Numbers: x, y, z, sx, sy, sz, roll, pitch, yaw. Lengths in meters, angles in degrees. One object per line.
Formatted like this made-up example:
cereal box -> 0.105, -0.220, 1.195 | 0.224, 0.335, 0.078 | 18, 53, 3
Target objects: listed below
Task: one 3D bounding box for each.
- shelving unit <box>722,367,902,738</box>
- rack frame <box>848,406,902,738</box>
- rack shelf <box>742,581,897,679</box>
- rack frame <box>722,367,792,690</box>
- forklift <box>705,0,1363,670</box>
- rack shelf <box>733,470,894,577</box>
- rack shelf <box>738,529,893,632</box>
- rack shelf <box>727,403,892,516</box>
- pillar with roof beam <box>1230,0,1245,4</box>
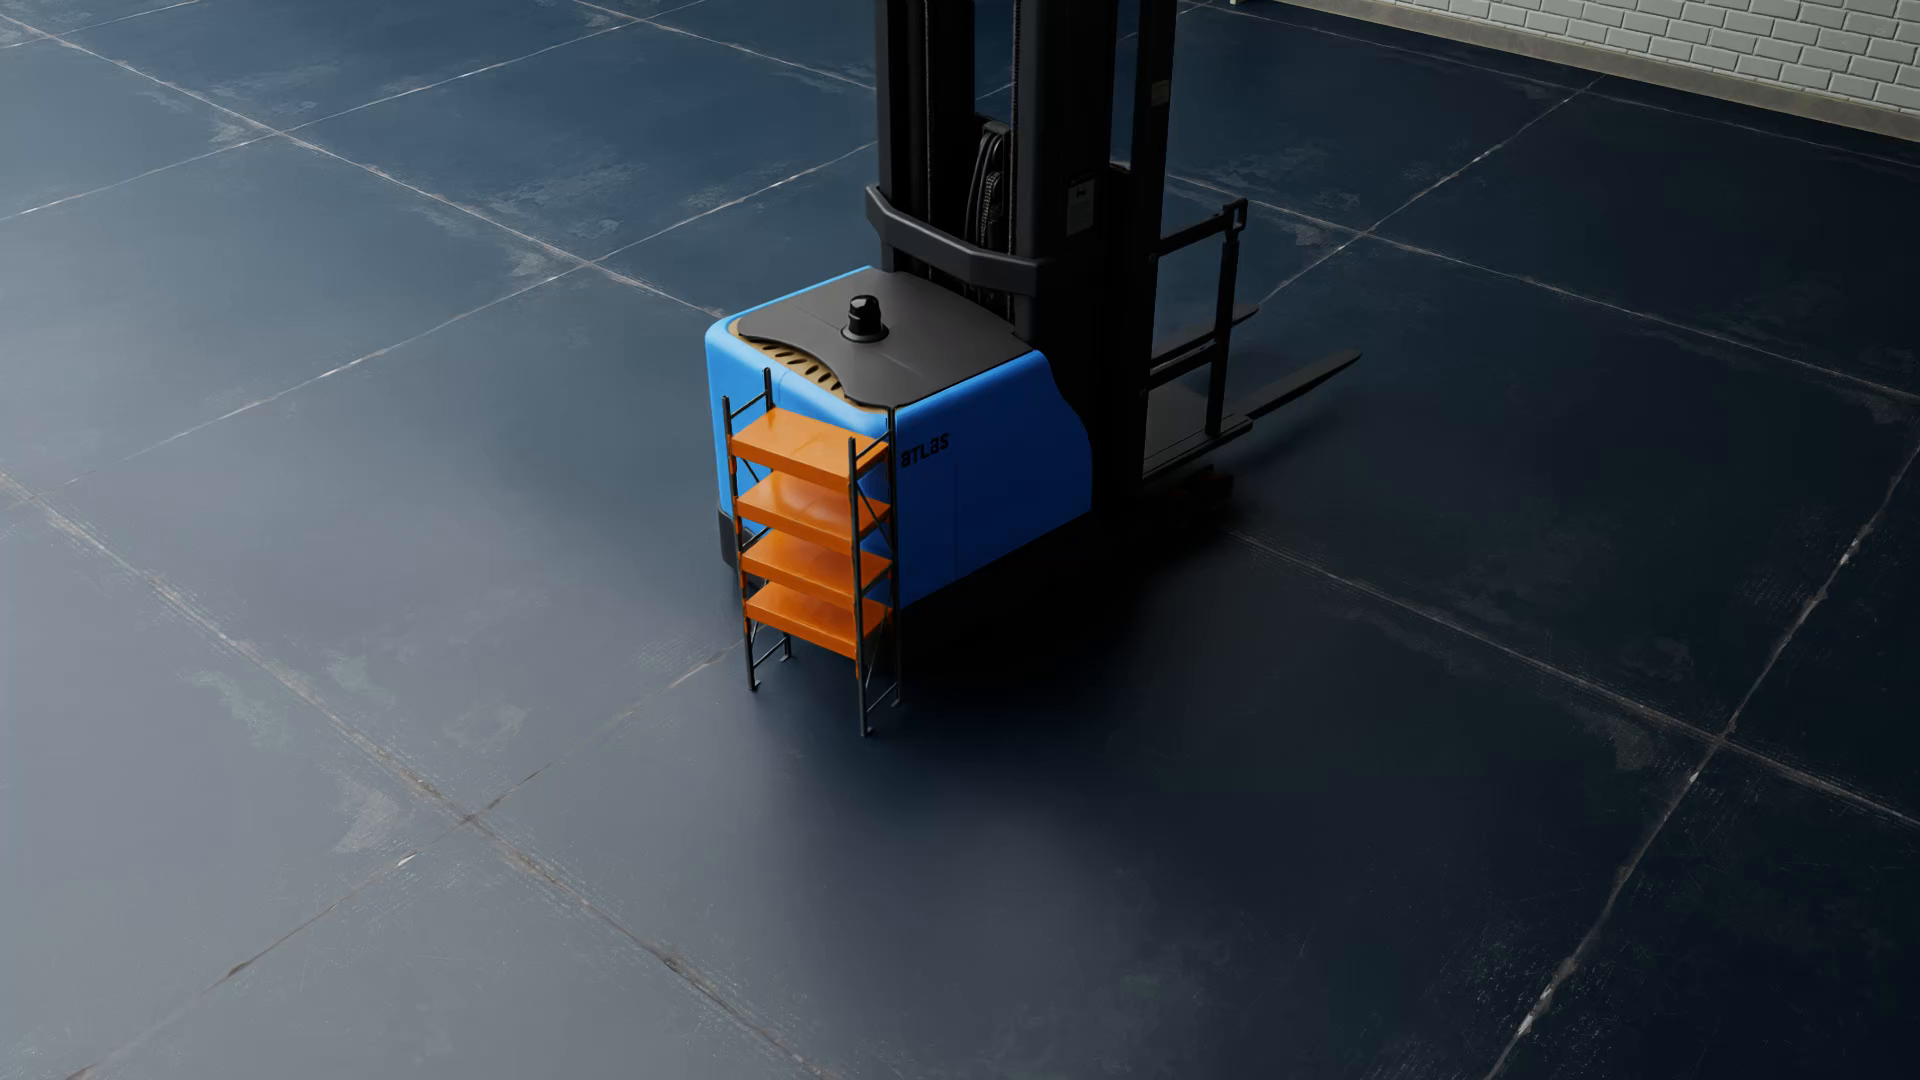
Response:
shelving unit -> -0.482, 0.058, 5.606 | 0.503, 1.200, 0.258 | 19, 39, 26
rack frame -> -0.274, 0.130, 5.500 | 0.015, 1.200, 0.240 | 19, 39, 26
rack shelf -> -0.482, 0.277, 5.756 | 0.480, 0.148, 0.258 | 19, 39, 26
rack frame -> -0.690, -0.015, 5.711 | 0.015, 1.200, 0.240 | 19, 39, 26
forklift -> 0.497, -1.453, 6.276 | 3.031, 2.935, 1.130 | -27, 43, -33
rack shelf -> -0.482, -0.071, 5.517 | 0.480, 0.148, 0.258 | 19, 39, 26
rack shelf -> -0.482, 0.113, 5.644 | 0.480, 0.148, 0.258 | 19, 39, 26
rack shelf -> -0.482, -0.266, 5.383 | 0.480, 0.148, 0.258 | 19, 39, 26
pillar with roof beam -> -0.699, -6.069, 7.639 | 0.400, 9.000, 9.100 | 25, 42, 32
